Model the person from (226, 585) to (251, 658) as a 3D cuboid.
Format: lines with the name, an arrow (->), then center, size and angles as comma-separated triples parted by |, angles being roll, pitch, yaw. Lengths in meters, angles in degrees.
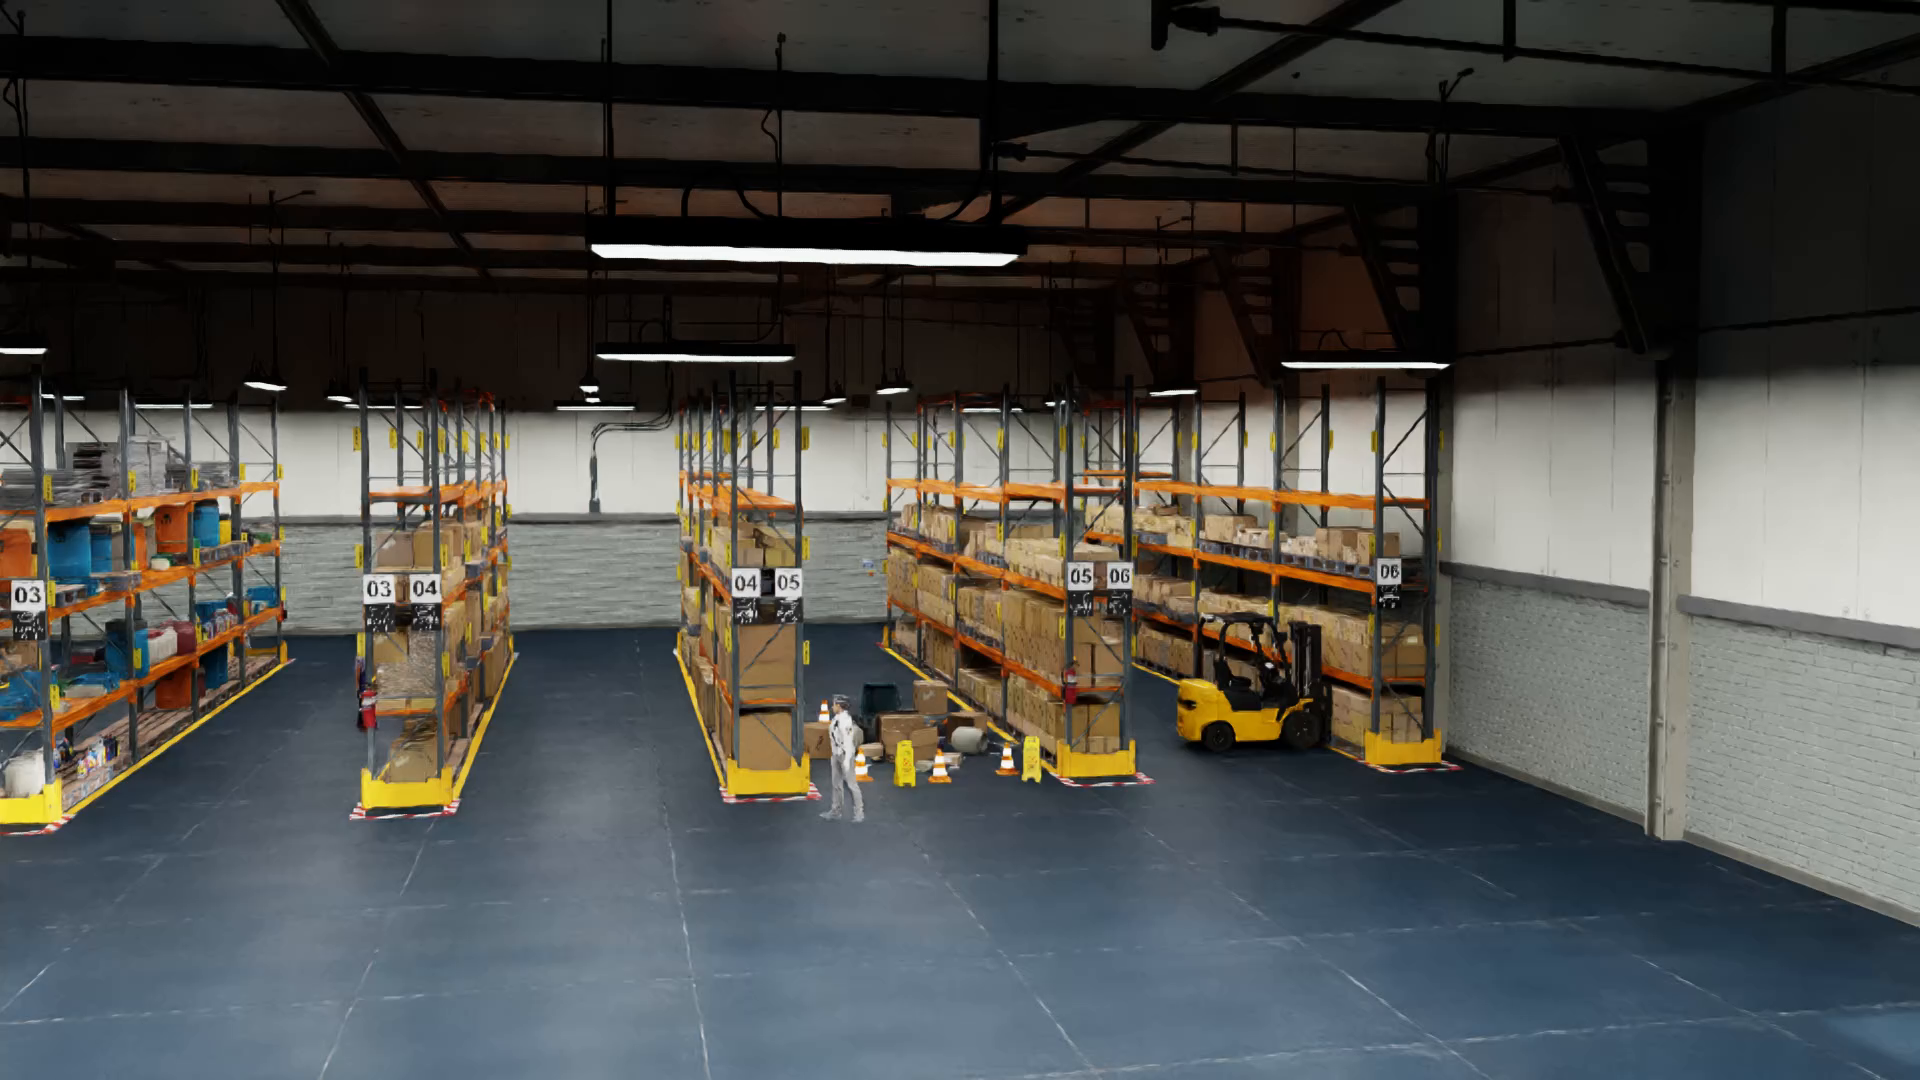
person -> -16.644, 1.812, 38.413 | 0.542, 1.778, 0.723 | 1, 4, 22

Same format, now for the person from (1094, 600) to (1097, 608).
person -> 3.340, 1.617, 42.610 | 0.554, 1.716, 0.653 | -3, 4, -39

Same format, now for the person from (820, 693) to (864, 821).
person -> -1.540, 2.860, 21.961 | 0.504, 1.669, 0.577 | -2, 4, -24

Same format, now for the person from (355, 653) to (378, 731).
person -> -10.314, 2.457, 28.883 | 0.562, 1.628, 0.612 | 1, 3, 13
